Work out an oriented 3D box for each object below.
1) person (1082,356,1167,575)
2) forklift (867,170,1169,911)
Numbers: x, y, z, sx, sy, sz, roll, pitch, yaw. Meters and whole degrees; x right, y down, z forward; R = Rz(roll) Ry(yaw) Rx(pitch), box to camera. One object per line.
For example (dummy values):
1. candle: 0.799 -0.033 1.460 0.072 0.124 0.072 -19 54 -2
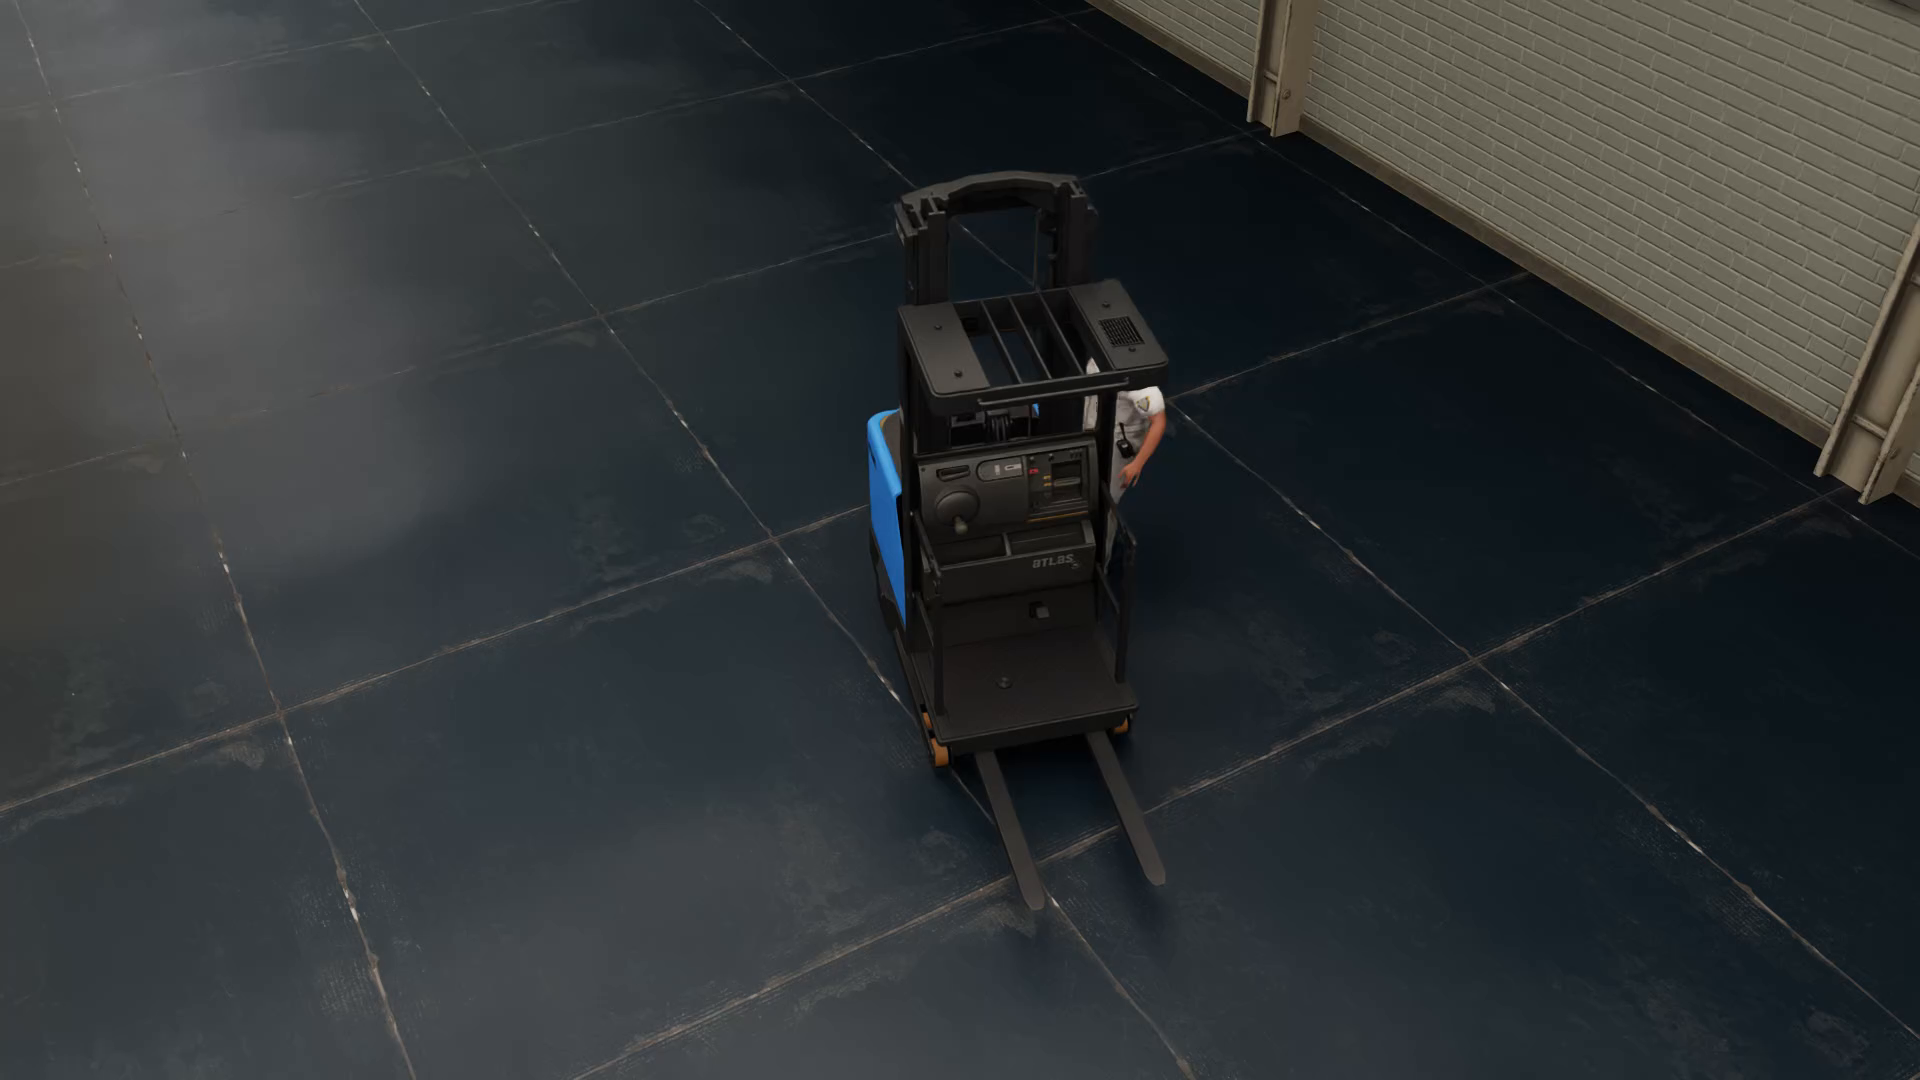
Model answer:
1. person: 0.804 -0.593 9.722 0.594 1.713 0.901 -13 41 -15
2. forklift: 0.304 -0.192 8.267 1.130 2.935 3.031 -9 41 -11
